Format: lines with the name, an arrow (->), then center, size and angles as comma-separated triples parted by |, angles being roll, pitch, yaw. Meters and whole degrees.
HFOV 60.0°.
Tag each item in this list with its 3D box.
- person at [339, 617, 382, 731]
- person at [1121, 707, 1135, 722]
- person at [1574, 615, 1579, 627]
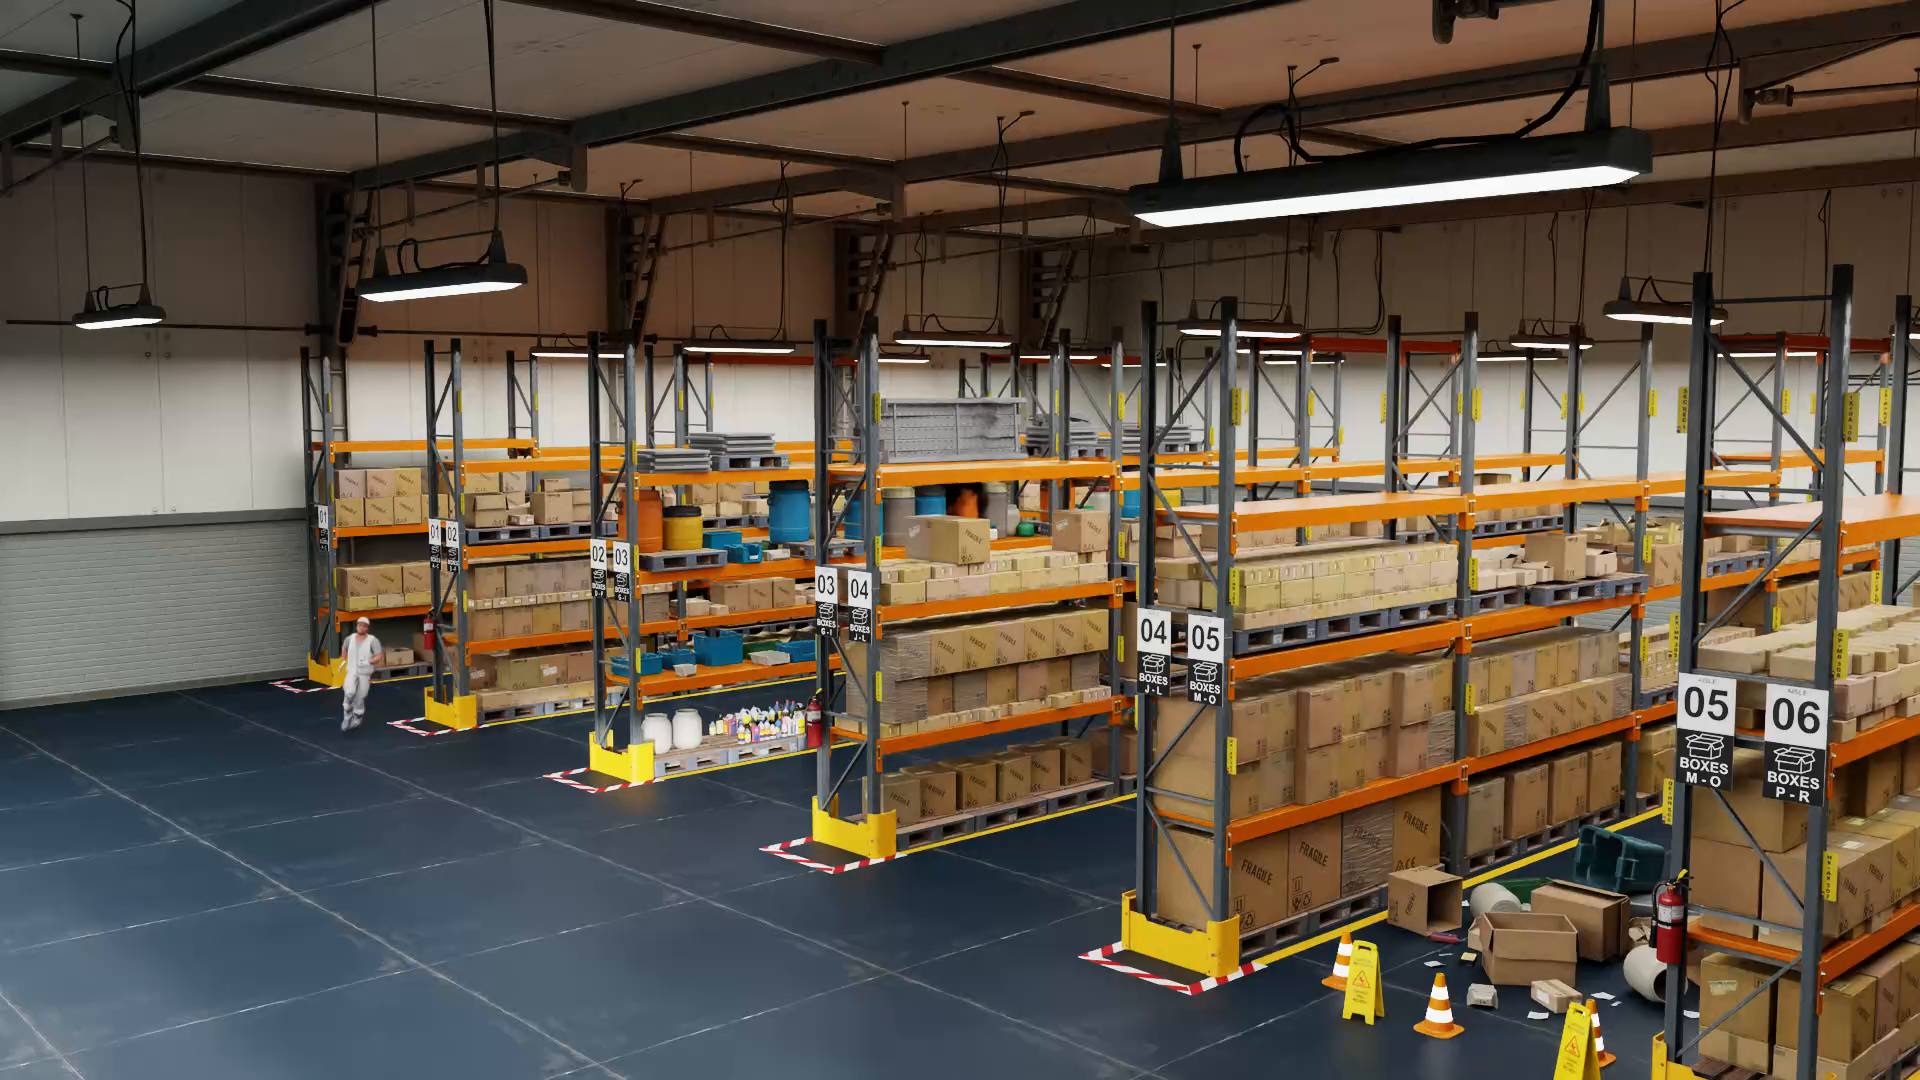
person -> -9.167, 2.040, 25.391 | 0.676, 1.735, 0.667 | -1, 5, -9
person -> 2.610, 1.814, 24.844 | 0.712, 1.796, 0.873 | 4, 6, 39
person -> 11.407, 1.553, 31.217 | 0.708, 1.806, 0.856 | -3, 6, -34
